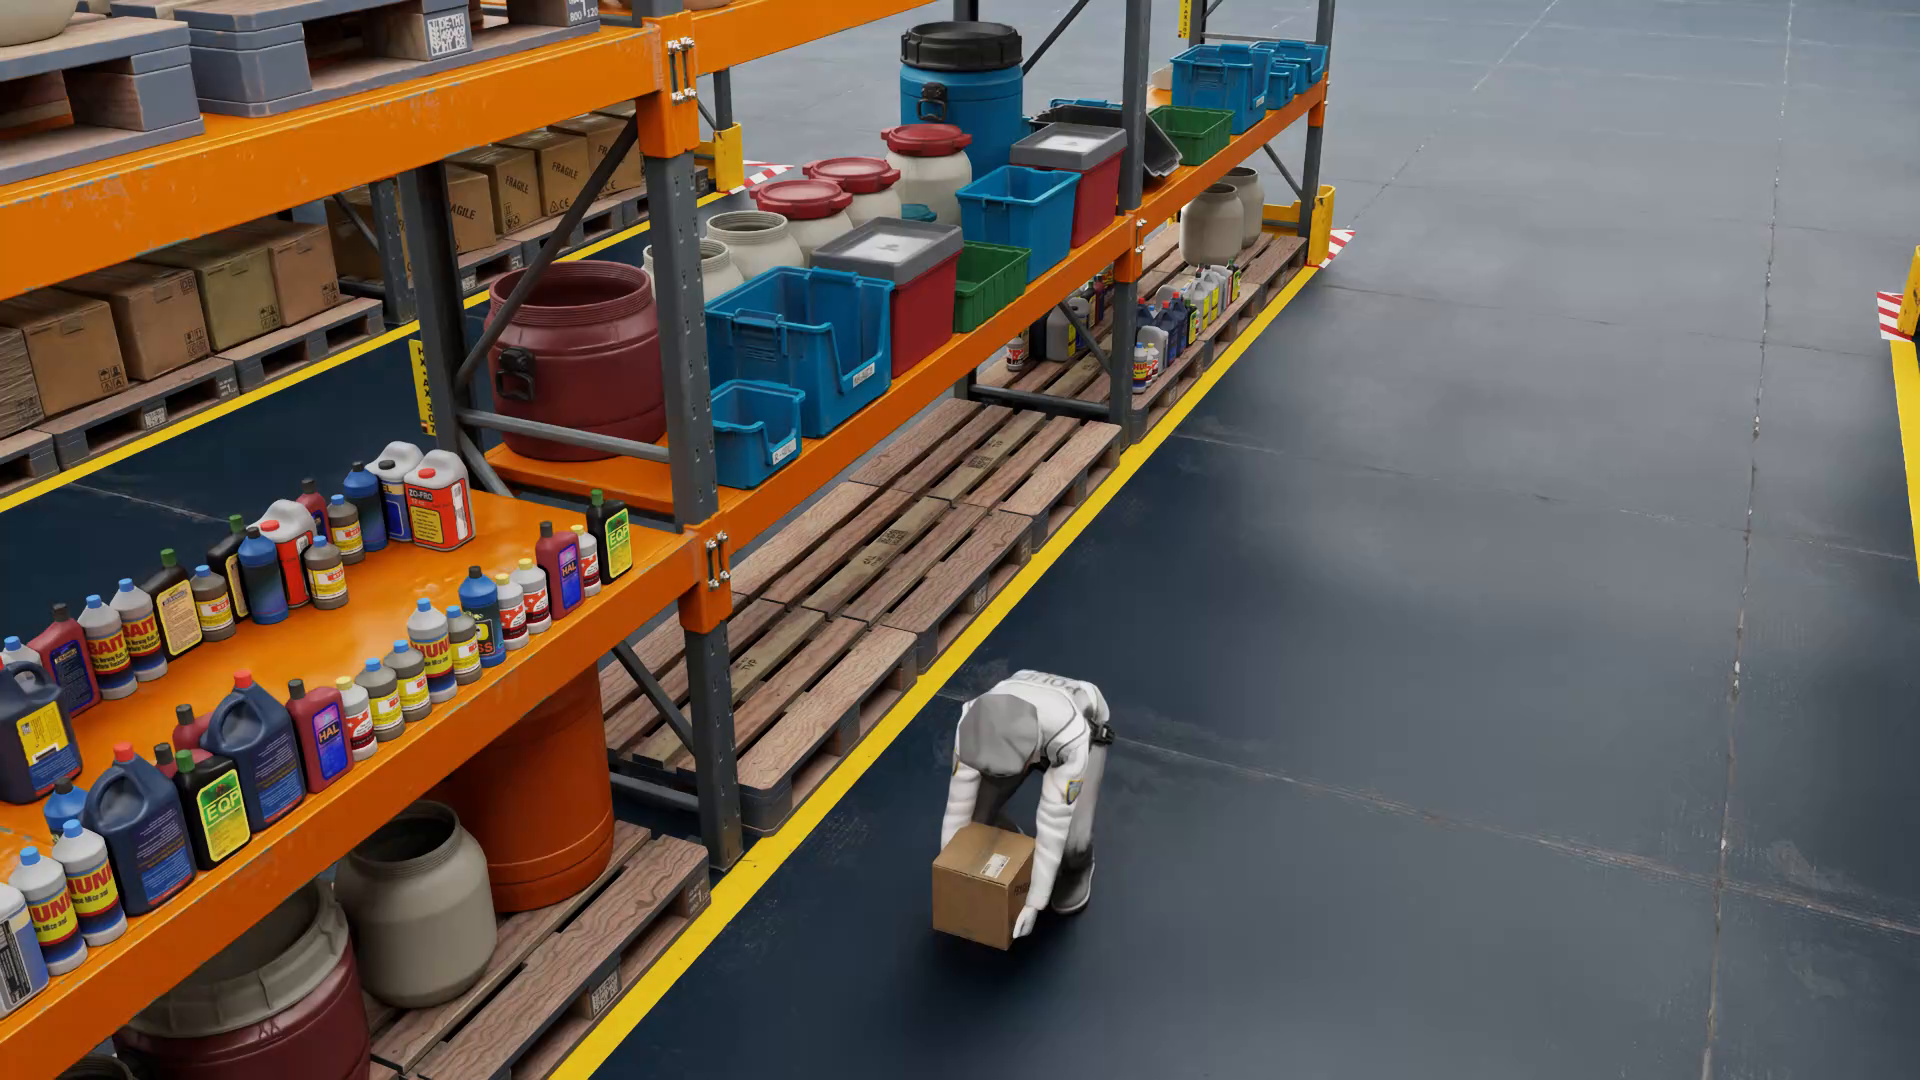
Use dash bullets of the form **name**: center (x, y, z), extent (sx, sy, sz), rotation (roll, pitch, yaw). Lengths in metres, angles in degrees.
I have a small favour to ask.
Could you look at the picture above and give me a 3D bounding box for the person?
- **person**: center (0.202, 0.780, 5.270), extent (0.460, 1.020, 0.921), rotation (10, 28, 19)
